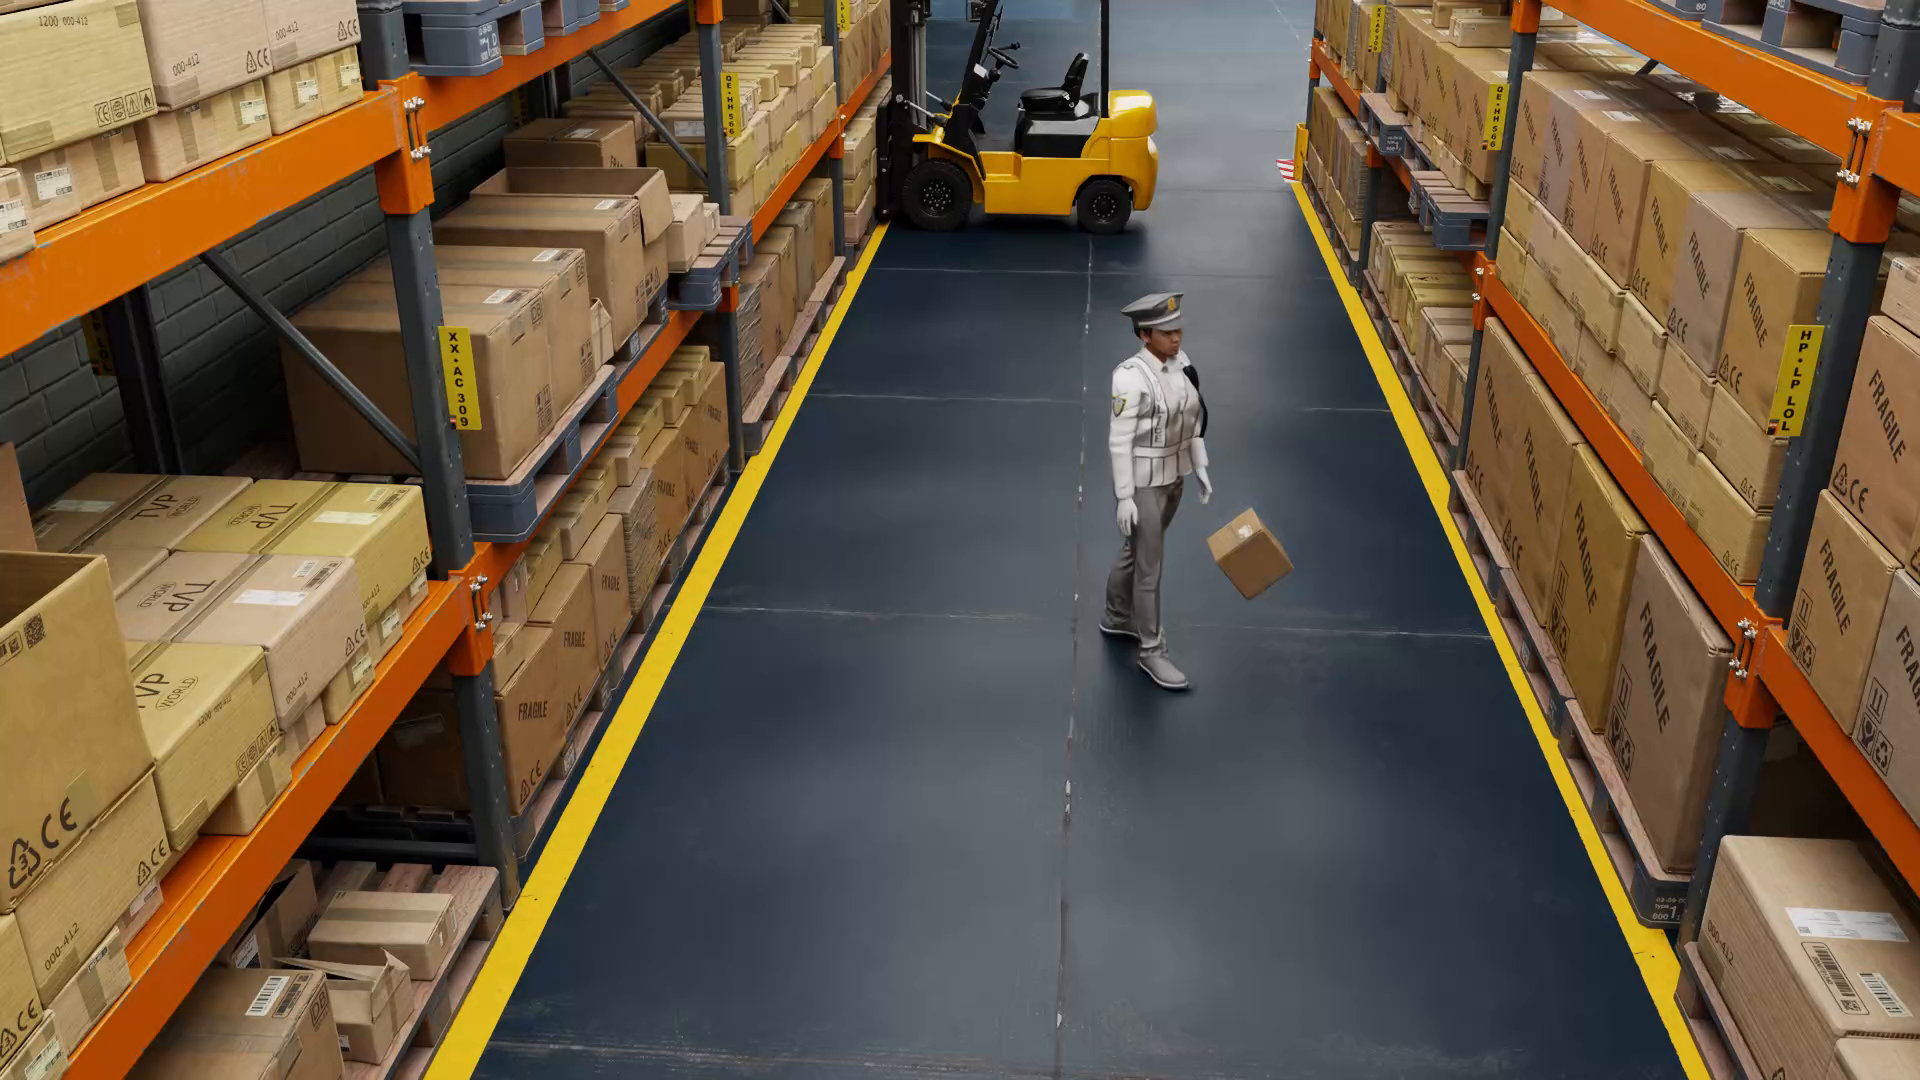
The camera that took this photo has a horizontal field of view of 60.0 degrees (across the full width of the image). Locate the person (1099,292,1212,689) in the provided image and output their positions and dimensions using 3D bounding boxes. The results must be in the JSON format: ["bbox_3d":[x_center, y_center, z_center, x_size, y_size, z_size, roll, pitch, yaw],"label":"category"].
[{"bbox_3d":[0.833,-0.238,7.091,0.597,1.681,0.584,19,31,35],"label":"person"}]
